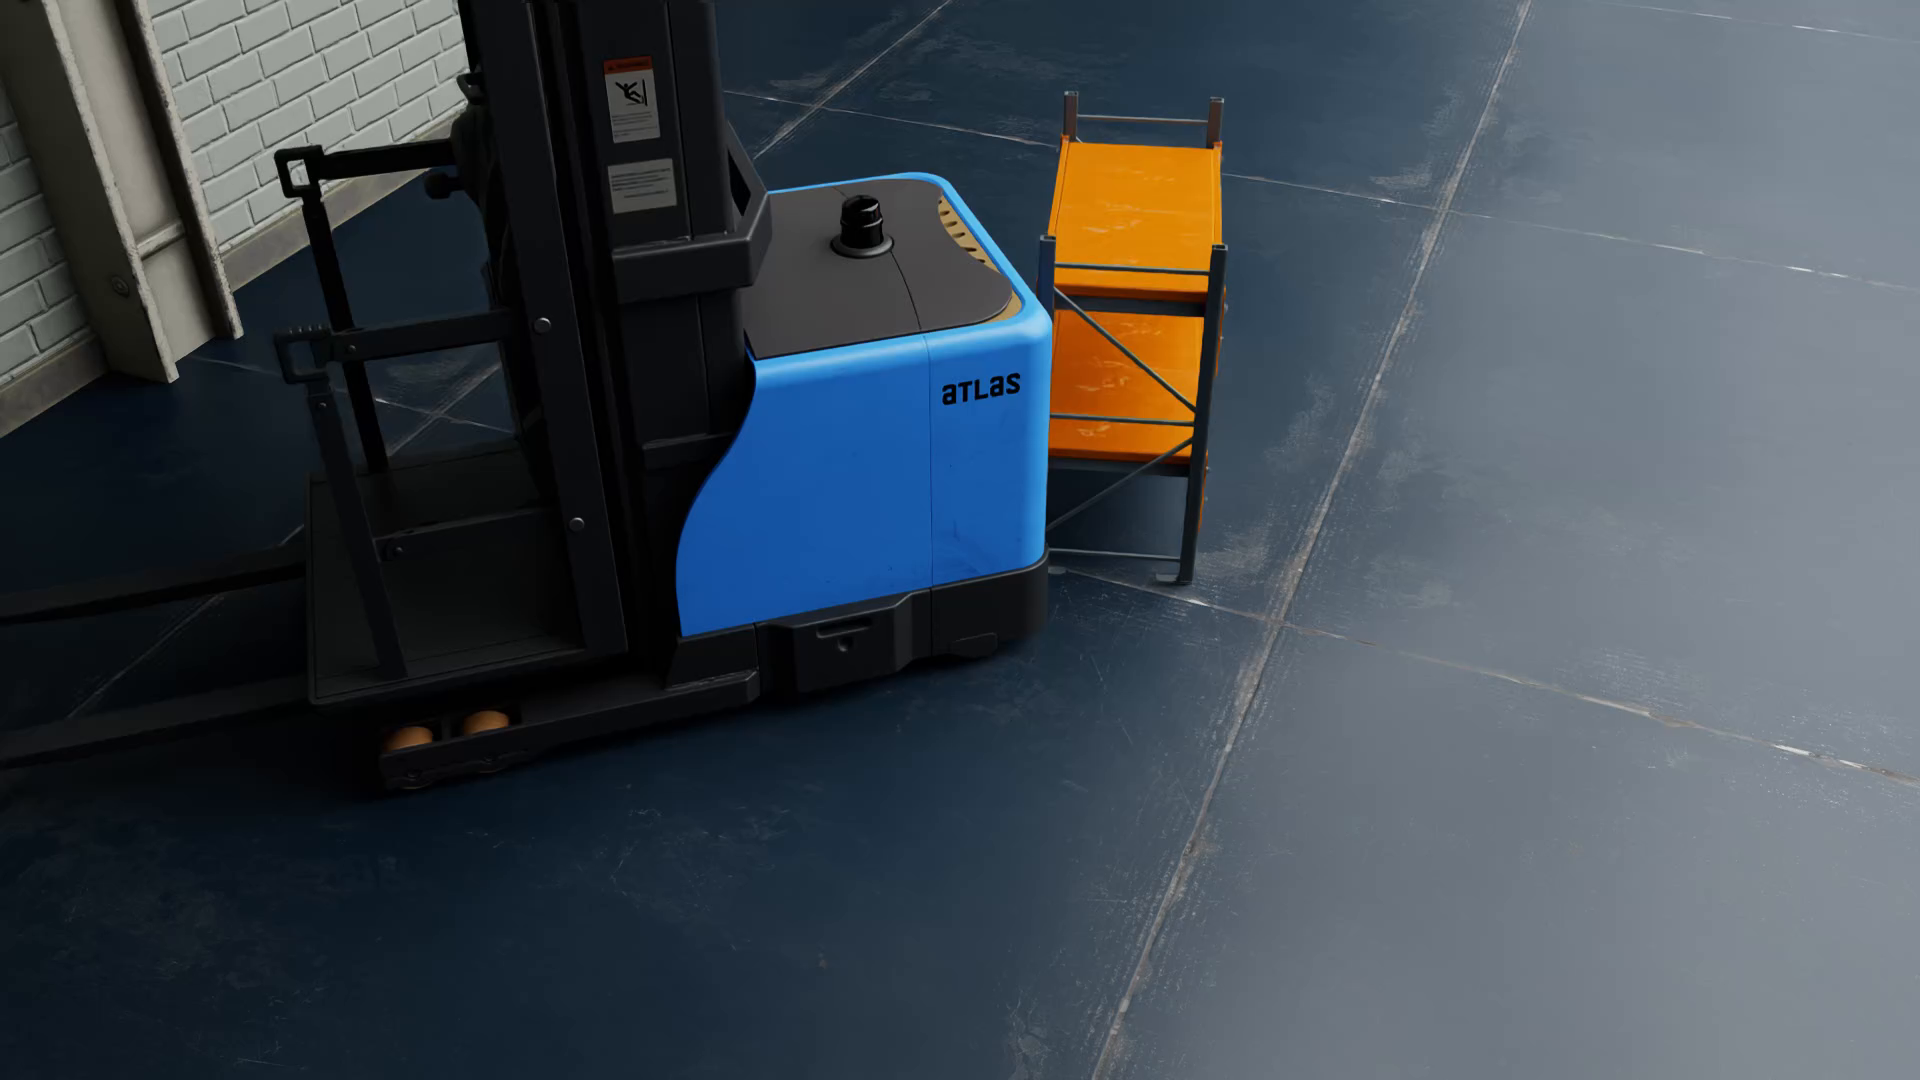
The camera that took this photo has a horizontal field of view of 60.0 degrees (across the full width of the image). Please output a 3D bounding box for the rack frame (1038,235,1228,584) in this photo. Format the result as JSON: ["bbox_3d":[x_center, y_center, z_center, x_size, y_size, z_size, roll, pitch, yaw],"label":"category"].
[{"bbox_3d":[0.463,-0.343,4.769,0.500,1.125,0.032,4,37,5],"label":"rack frame"}]

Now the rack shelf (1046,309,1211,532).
[{"bbox_3d":[0.521,-0.449,5.320,0.538,0.278,1.000,4,37,5],"label":"rack shelf"}]

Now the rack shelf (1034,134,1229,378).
[{"bbox_3d":[0.521,-0.879,4.998,0.538,0.278,1.000,4,37,5],"label":"rack shelf"}]

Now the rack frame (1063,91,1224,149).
[{"bbox_3d":[0.580,-0.947,5.578,0.500,1.125,0.032,4,37,5],"label":"rack frame"}]

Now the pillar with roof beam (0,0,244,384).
[{"bbox_3d":[1.057,-3.333,2.192,9.100,9.000,0.400,14,39,18],"label":"pillar with roof beam"}]

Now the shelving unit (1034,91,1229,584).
[{"bbox_3d":[0.521,-0.645,5.173,0.538,1.125,1.048,4,37,5],"label":"shelving unit"}]

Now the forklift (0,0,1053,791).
[{"bbox_3d":[-1.323,-0.874,3.972,3.031,2.935,1.130,-11,38,-14],"label":"forklift"}]
